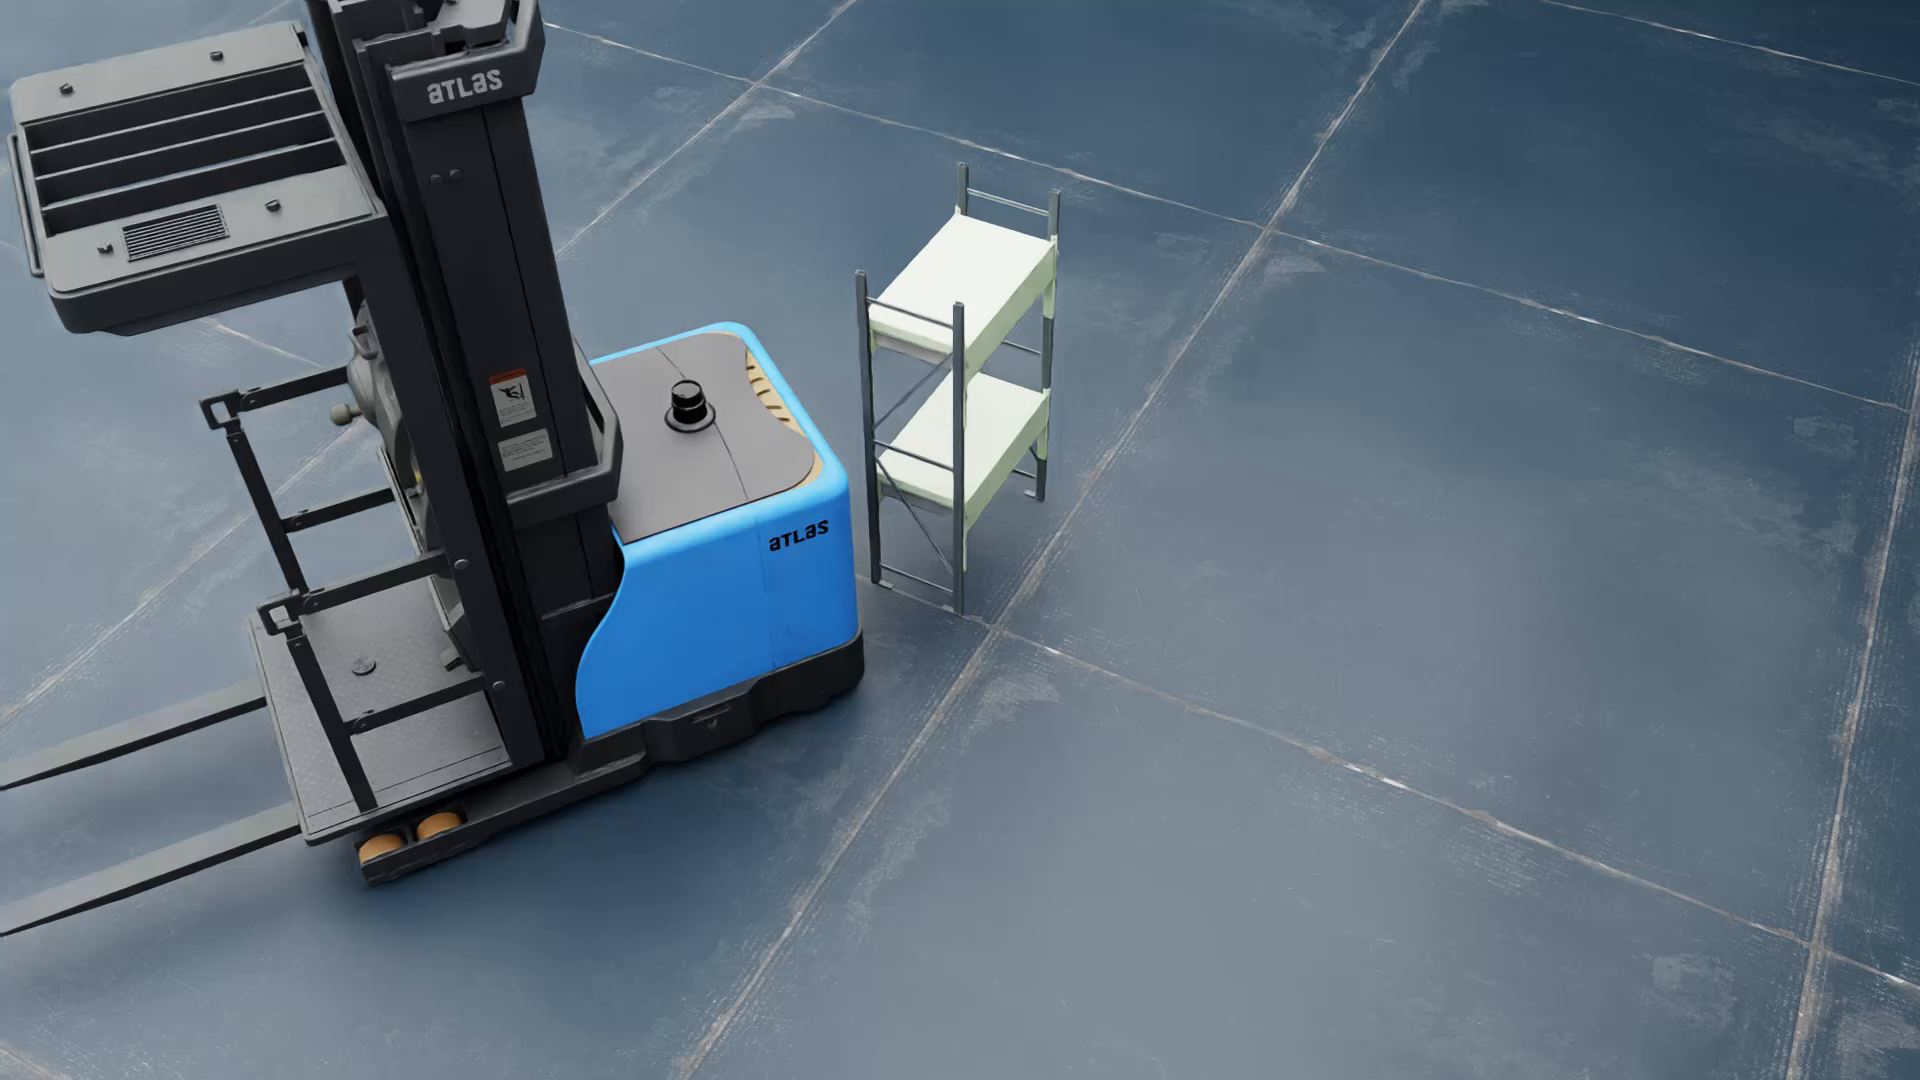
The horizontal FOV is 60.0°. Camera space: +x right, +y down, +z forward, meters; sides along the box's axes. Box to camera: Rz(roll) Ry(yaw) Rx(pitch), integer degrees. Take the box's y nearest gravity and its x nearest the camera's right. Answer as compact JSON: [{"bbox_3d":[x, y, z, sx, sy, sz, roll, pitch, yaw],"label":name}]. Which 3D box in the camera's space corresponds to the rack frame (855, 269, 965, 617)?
[{"bbox_3d":[-0.167,-0.301,5.993,0.400,1.500,0.023,20,49,19],"label":"rack frame"}]

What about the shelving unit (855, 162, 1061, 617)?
[{"bbox_3d":[0.003,-0.531,6.221,0.431,1.500,0.755,20,49,19],"label":"shelving unit"}]

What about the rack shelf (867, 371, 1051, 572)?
[{"bbox_3d":[0.003,-0.302,6.453,0.431,0.370,0.720,20,49,19],"label":"rack shelf"}]

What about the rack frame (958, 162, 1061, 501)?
[{"bbox_3d":[0.173,-0.762,6.449,0.400,1.500,0.023,20,49,19],"label":"rack frame"}]

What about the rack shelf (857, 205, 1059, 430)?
[{"bbox_3d":[0.003,-0.806,5.943,0.431,0.370,0.720,20,49,19],"label":"rack shelf"}]

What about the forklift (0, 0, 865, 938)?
[{"bbox_3d":[-1.905,-0.313,4.998,3.031,2.935,1.130,-20,49,-18],"label":"forklift"}]
